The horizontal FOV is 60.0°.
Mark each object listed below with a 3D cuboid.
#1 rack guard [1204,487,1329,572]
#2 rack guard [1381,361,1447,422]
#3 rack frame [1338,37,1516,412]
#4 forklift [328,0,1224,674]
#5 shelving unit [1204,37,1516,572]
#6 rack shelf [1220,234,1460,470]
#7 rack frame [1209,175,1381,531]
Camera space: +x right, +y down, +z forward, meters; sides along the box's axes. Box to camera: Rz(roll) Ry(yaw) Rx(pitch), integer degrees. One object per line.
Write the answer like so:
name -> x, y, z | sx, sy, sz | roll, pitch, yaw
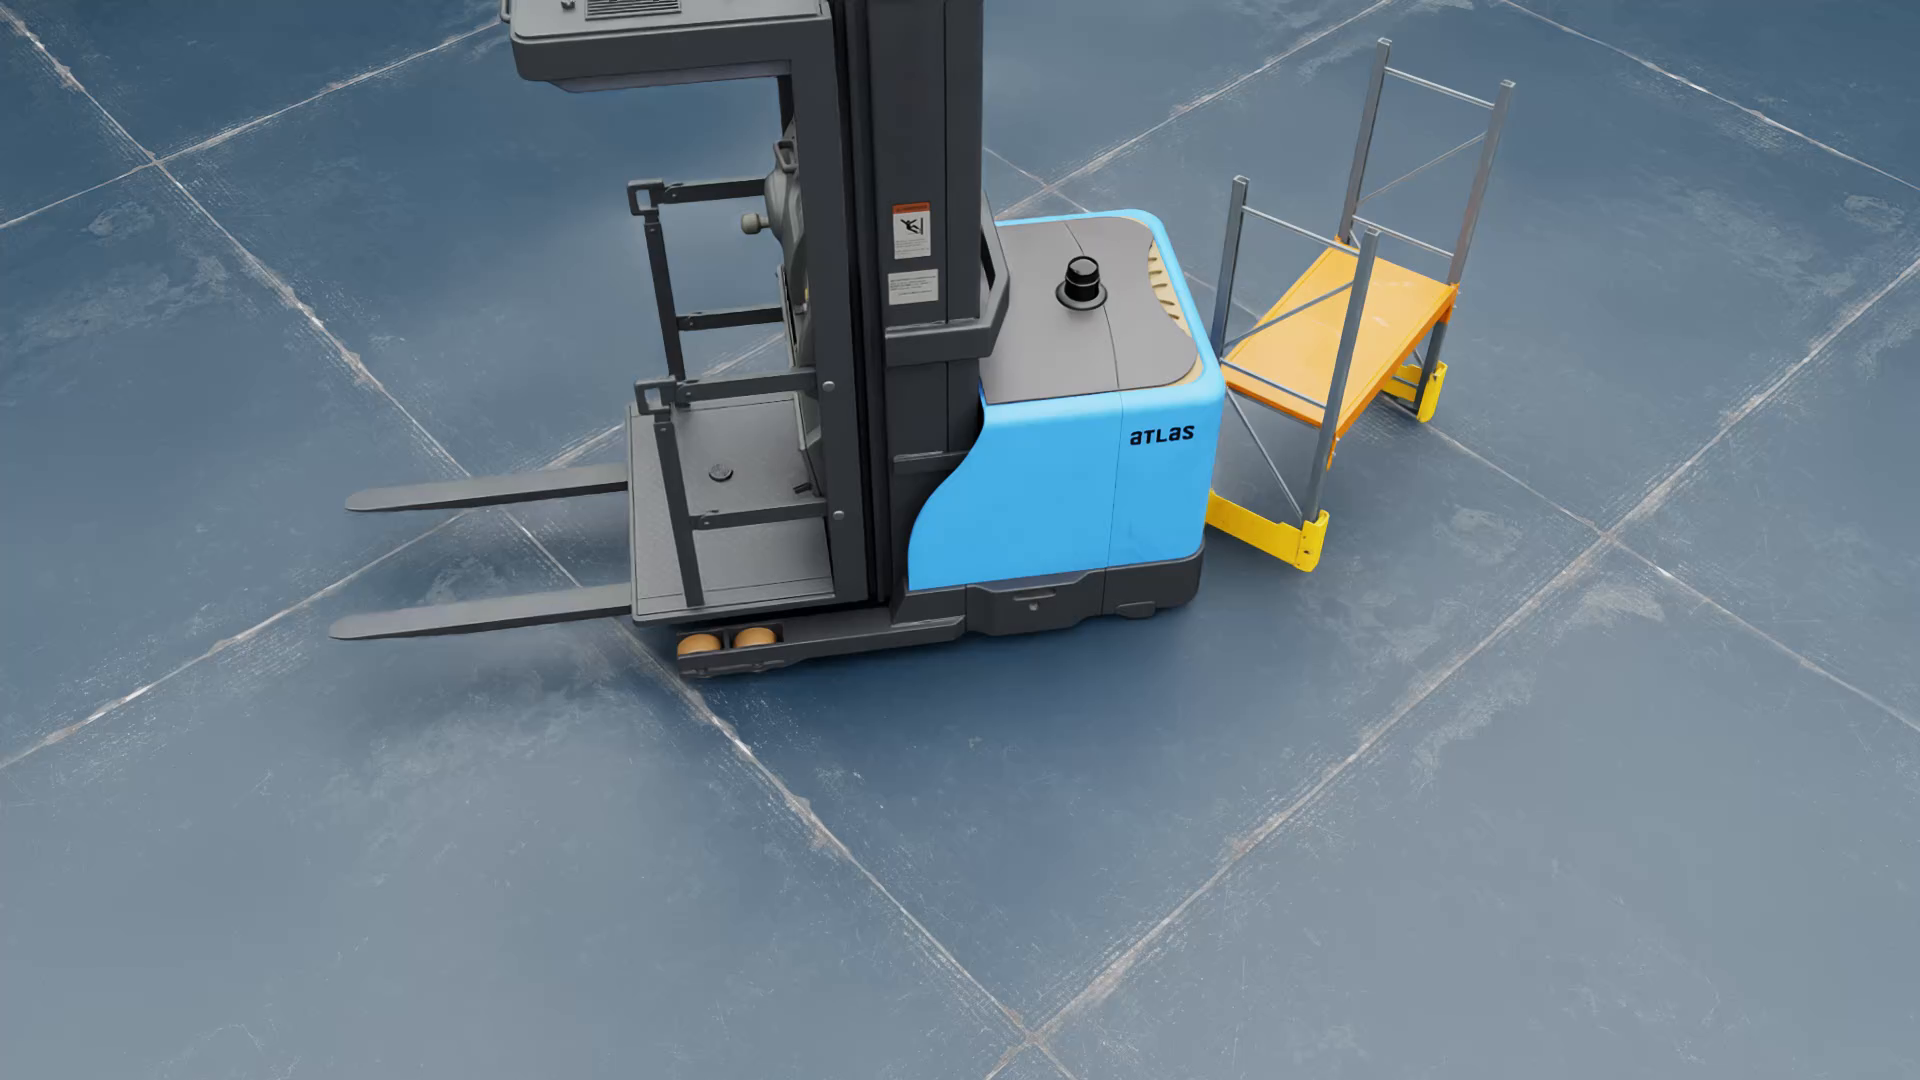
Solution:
rack guard -> 1.077, -0.111, 6.183 | 0.587, 0.250, 0.087 | 28, 53, 23
rack guard -> 1.662, -0.704, 6.729 | 0.587, 0.250, 0.087 | 28, 53, 23
rack frame -> 1.673, -1.139, 6.281 | 0.500, 1.500, 0.032 | 28, 53, 23
forklift -> -0.703, -0.941, 5.124 | 3.031, 2.935, 1.130 | -6, 48, -5
shelving unit -> 1.369, -0.831, 5.997 | 0.587, 1.500, 1.083 | 28, 53, 23
rack shelf -> 1.375, -0.715, 6.134 | 0.538, 0.185, 1.000 | 28, 53, 23
rack frame -> 1.076, -0.534, 5.722 | 0.500, 1.500, 0.032 | 28, 53, 23
